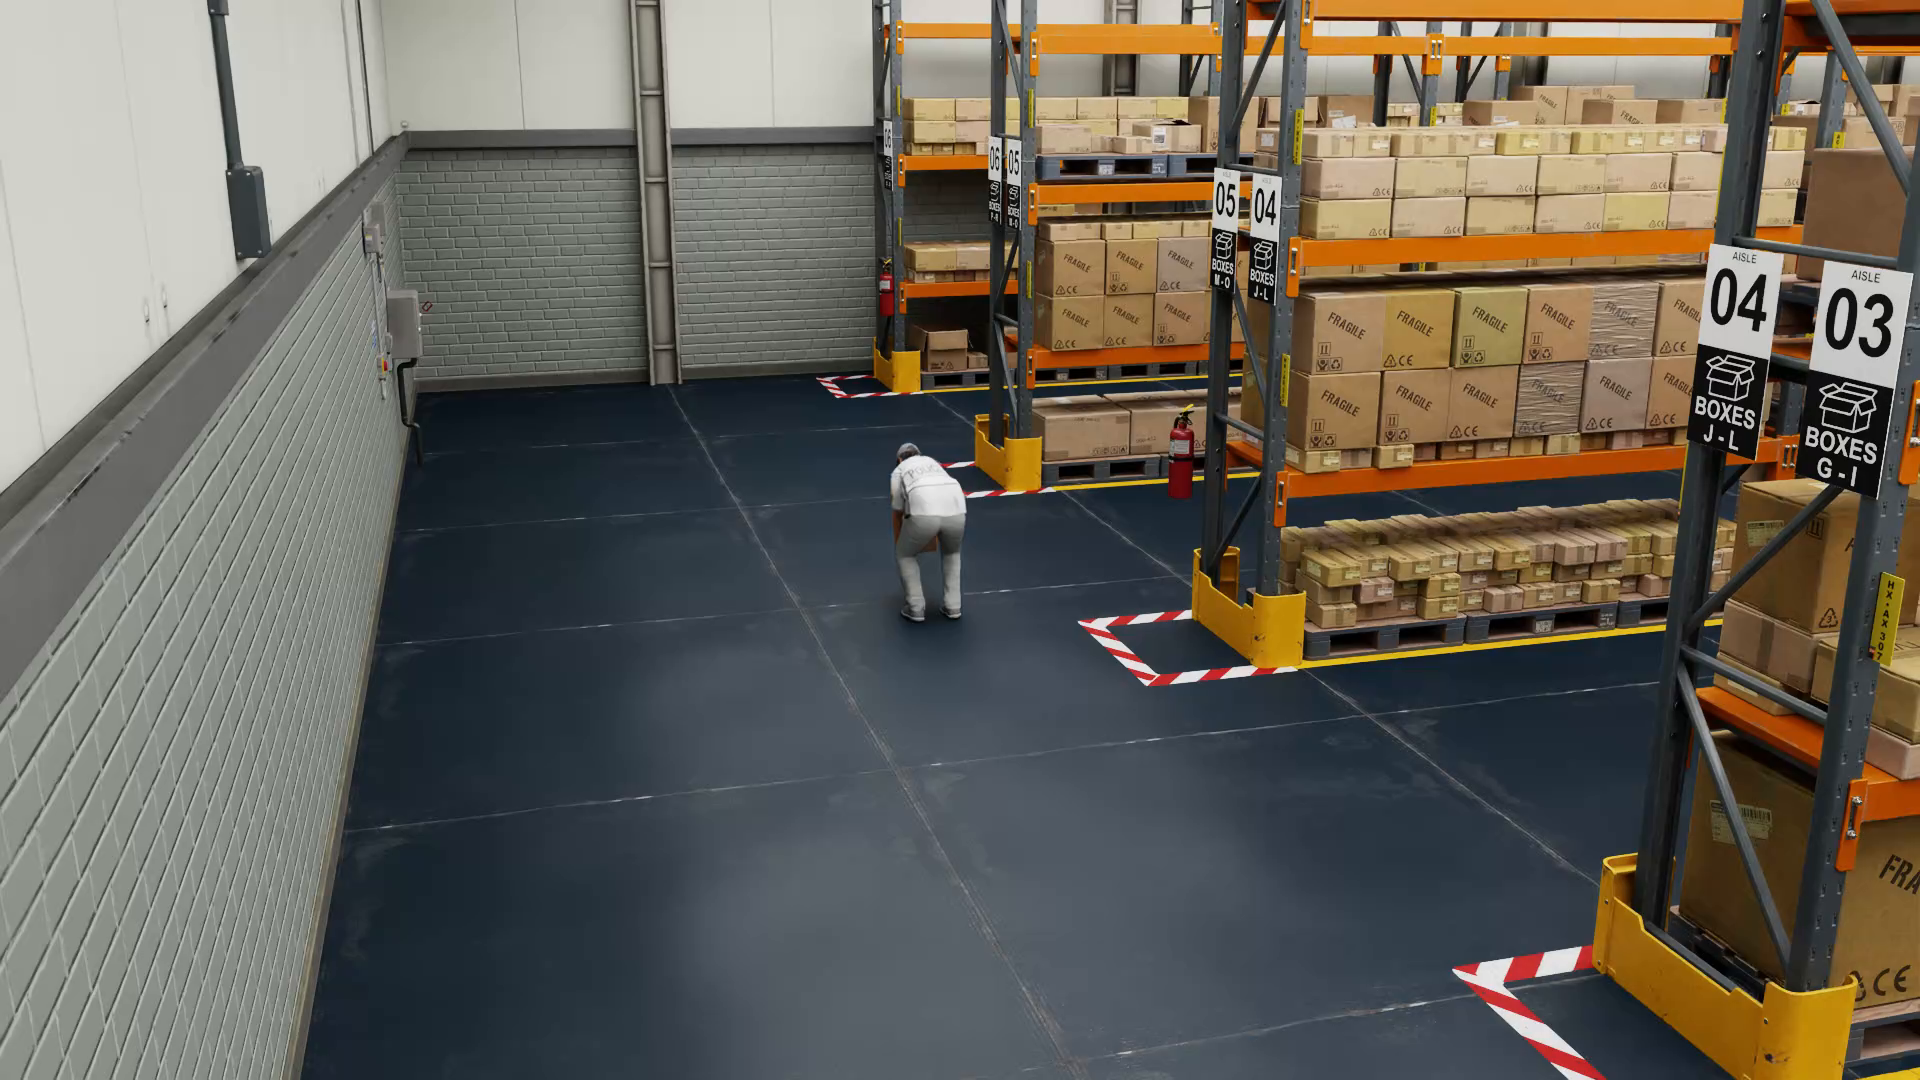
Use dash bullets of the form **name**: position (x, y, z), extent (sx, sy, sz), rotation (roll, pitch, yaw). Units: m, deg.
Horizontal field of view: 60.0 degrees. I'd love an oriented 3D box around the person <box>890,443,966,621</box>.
- **person**: position (-0.257, -0.056, 12.111), extent (0.488, 1.176, 0.916), rotation (-5, 17, -17)
